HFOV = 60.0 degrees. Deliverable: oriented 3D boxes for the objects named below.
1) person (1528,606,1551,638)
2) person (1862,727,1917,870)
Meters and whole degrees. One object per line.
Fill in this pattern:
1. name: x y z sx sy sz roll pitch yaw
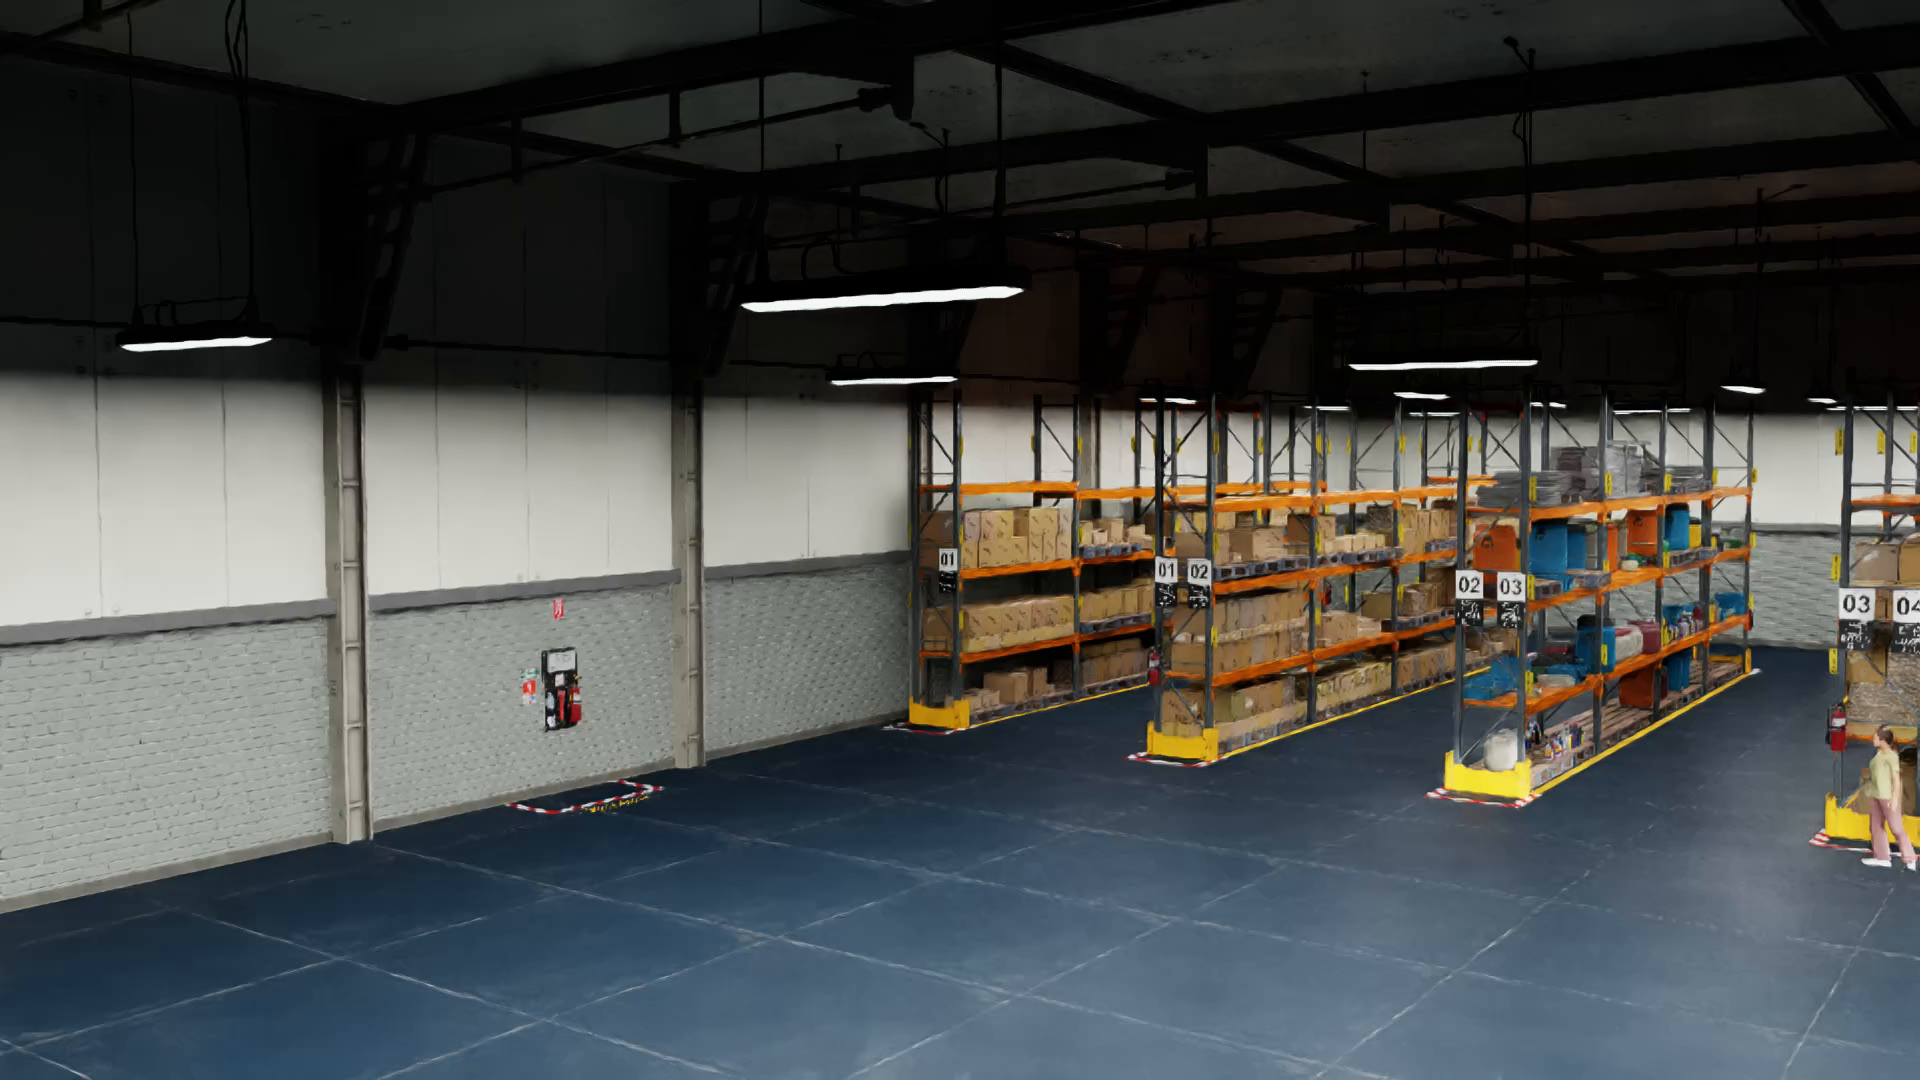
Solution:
1. person: 15.027 1.679 43.293 0.697 1.695 0.831 1 3 16
2. person: 11.055 3.054 19.716 0.543 1.664 0.565 0 3 7
